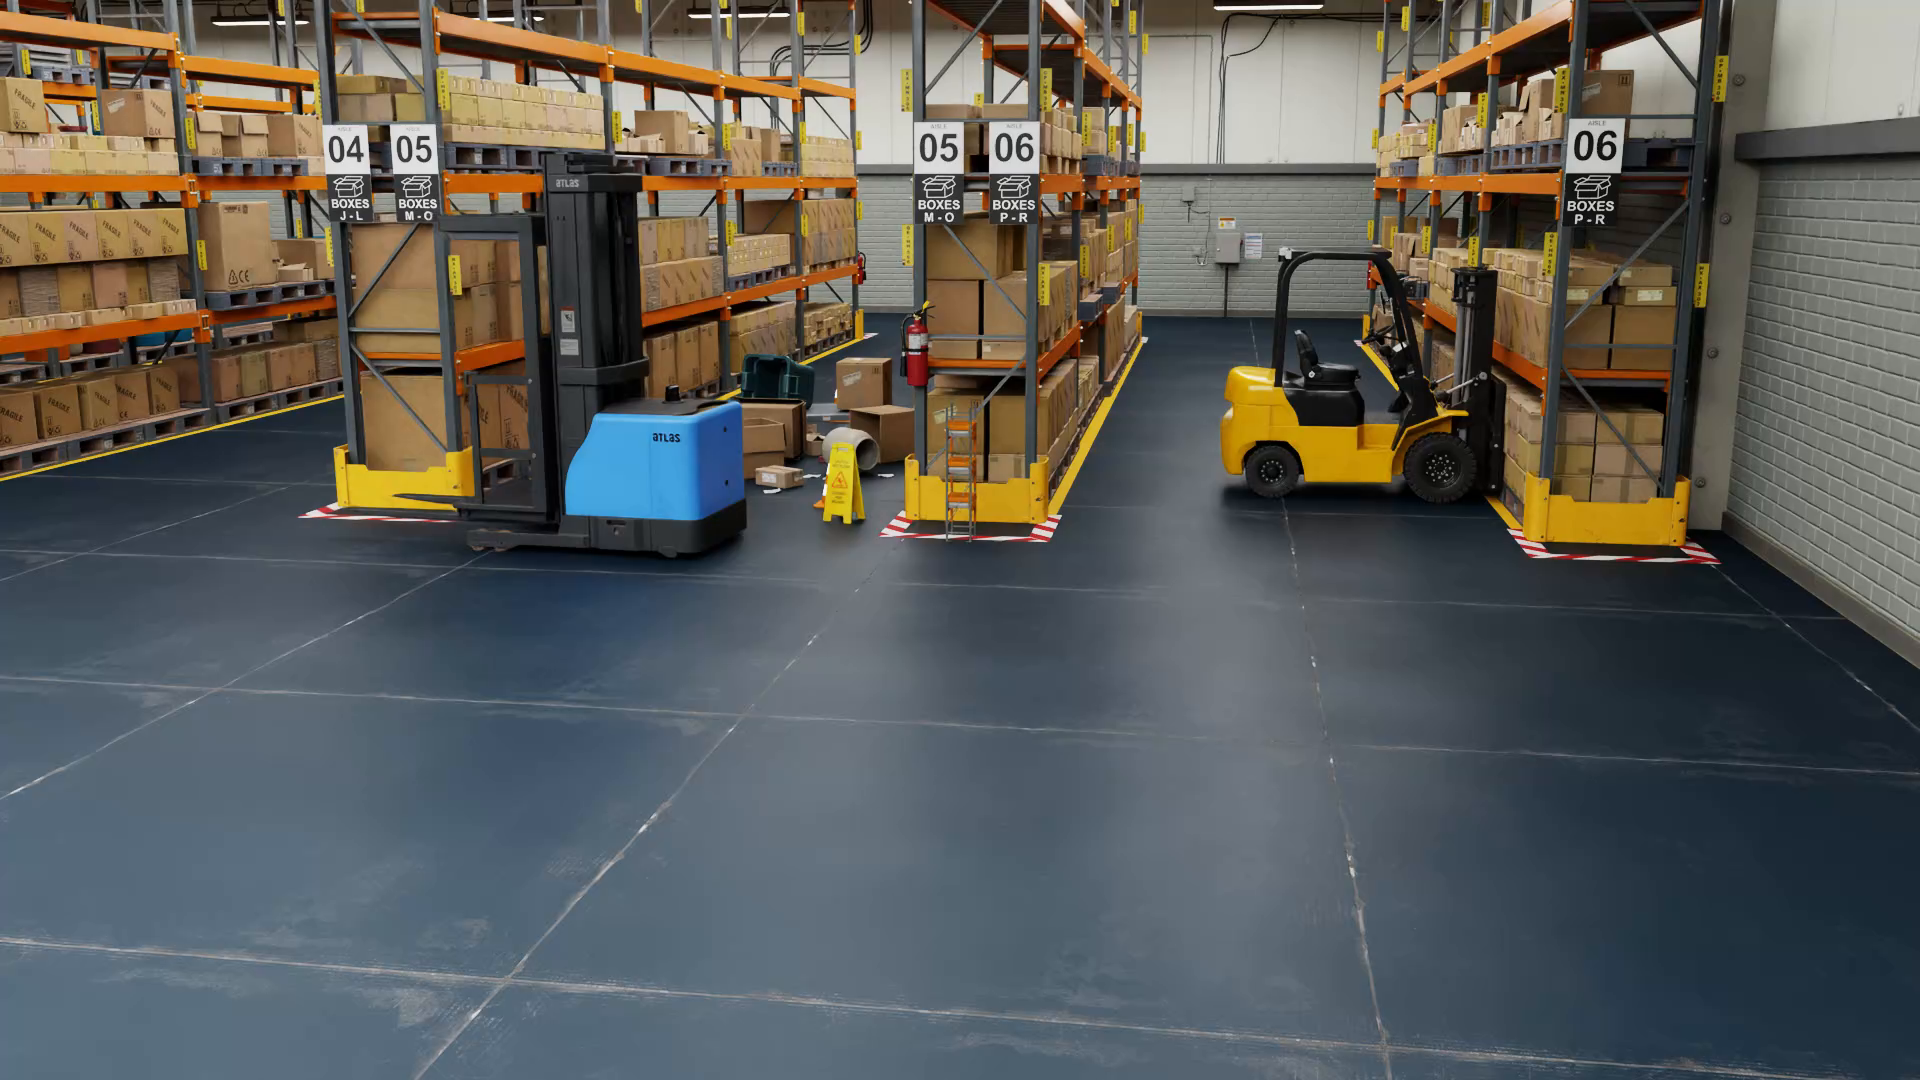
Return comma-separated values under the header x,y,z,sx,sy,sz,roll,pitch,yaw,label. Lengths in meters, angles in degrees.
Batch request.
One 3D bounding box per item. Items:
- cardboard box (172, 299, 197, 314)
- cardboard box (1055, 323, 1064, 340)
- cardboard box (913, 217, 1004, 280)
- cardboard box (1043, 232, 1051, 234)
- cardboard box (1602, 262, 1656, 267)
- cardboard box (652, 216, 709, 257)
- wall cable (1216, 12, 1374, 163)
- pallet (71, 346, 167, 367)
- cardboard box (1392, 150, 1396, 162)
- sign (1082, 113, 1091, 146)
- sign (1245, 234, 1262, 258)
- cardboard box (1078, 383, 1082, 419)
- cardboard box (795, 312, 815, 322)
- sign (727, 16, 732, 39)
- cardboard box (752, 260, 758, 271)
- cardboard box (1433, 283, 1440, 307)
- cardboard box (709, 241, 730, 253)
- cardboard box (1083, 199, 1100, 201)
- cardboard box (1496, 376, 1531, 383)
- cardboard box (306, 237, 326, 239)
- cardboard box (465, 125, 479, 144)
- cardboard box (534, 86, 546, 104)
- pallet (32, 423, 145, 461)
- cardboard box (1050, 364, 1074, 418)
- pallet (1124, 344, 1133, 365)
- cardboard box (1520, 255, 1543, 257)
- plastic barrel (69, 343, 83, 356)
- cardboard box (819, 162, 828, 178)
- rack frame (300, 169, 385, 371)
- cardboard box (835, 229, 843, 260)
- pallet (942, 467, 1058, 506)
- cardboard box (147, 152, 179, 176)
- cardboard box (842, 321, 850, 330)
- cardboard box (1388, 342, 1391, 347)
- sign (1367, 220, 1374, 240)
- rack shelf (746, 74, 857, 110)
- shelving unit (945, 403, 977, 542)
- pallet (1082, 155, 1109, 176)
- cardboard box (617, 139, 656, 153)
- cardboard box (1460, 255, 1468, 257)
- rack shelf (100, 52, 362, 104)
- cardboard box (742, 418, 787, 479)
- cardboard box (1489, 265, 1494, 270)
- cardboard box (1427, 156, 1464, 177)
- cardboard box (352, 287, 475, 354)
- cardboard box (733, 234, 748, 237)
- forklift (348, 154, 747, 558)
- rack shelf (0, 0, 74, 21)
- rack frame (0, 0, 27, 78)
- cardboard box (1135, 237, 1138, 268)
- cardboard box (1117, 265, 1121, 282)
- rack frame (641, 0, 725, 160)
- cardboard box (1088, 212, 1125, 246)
x,y,z,sx,sy,sz,roll,pitch,yaw,label
-8.790,-2.614,18.597,0.380,0.149,0.250,2,12,9,cardboard box
0.771,-1.951,15.524,0.380,0.149,0.250,2,12,9,cardboard box
-0.008,-2.433,13.848,0.700,0.500,0.500,2,12,7,cardboard box
0.829,-3.292,19.210,0.500,0.500,0.500,1,12,7,cardboard box
5.397,-2.160,13.413,0.380,0.149,0.250,2,12,10,cardboard box
-3.626,-3.886,21.295,0.700,0.500,0.500,2,12,8,cardboard box
6.676,-8.989,33.254,2.988,3.039,0.133,2,12,9,wall cable
-13.056,-2.839,25.668,1.003,0.211,1.213,2,12,9,pallet
6.776,-5.730,24.993,0.500,0.250,0.500,1,12,7,cardboard box
1.282,-4.173,16.888,0.100,0.325,0.005,2,12,9,sign
6.007,-6.024,34.053,0.329,0.494,0.001,2,12,9,sign
0.823,-1.500,18.072,0.950,0.372,0.625,2,12,9,cardboard box
-2.565,-3.606,26.966,0.380,0.149,0.250,2,12,7,cardboard box
-3.465,-7.724,25.067,0.100,0.325,0.005,2,12,9,sign
-3.077,-3.887,23.508,0.380,0.149,0.250,2,12,9,cardboard box
5.873,-2.880,19.593,0.500,0.250,0.500,2,12,7,cardboard box
-3.284,-3.906,22.184,0.380,0.149,0.250,2,12,9,cardboard box
2.128,-5.538,27.422,0.380,0.149,0.250,2,12,9,cardboard box
5.111,-1.359,15.335,0.500,0.250,0.500,2,12,11,cardboard box
-8.476,-3.764,22.104,0.500,0.500,0.500,0,12,2,cardboard box
-4.369,-3.488,14.300,0.380,0.149,0.250,2,12,9,cardboard box
-4.137,-4.194,15.683,0.380,0.149,0.250,2,12,9,cardboard box
-9.301,-1.032,17.280,1.003,0.211,1.213,2,12,9,pallet
0.842,-1.460,16.396,0.500,0.500,0.500,2,12,10,cardboard box
2.169,-2.928,26.077,1.003,0.211,1.213,2,12,9,pallet
5.167,-2.441,14.717,0.380,0.149,0.250,2,12,9,cardboard box
-13.270,-2.996,24.683,0.421,0.512,0.421,0,12,0,plastic barrel
-2.432,-5.967,26.799,0.500,0.250,0.500,2,12,11,cardboard box
-8.432,-3.623,22.686,1.000,3.000,0.127,2,12,9,rack frame
-2.284,-4.986,28.068,0.500,0.500,0.500,2,12,9,cardboard box
0.301,-0.458,14.616,1.003,0.211,1.213,2,12,9,pallet
-8.860,-4.080,18.043,0.500,0.250,0.500,2,12,11,cardboard box
-2.131,-3.745,29.023,0.380,0.149,0.250,2,12,10,cardboard box
6.676,-2.912,25.156,0.380,0.149,0.250,2,12,7,cardboard box
6.959,-5.248,28.171,0.100,0.325,0.005,2,12,9,sign
-2.624,-7.270,27.083,1.077,0.370,4.000,2,12,9,rack shelf
0.008,-0.524,12.934,0.215,1.050,0.252,2,12,9,shelving unit
0.945,-3.969,17.617,1.213,0.211,1.003,2,12,9,pallet
-3.690,-4.490,18.949,0.380,0.149,0.250,2,12,9,cardboard box
5.650,-3.021,18.113,0.380,0.149,0.250,2,12,9,cardboard box
-8.740,-5.593,20.240,1.077,0.370,4.000,2,12,9,rack shelf
-2.102,-0.864,15.809,0.797,0.503,0.637,-7,14,-30,cardboard box
5.302,-2.564,15.992,0.380,0.149,0.250,2,12,10,cardboard box
6.104,-4.650,20.686,0.500,0.250,0.500,1,12,7,cardboard box
-4.765,-1.928,14.465,0.875,0.550,0.550,2,12,9,cardboard box
-3.447,-4.580,25.315,0.380,0.149,0.250,3,12,12,cardboard box
-3.253,-1.446,12.747,3.031,2.935,1.130,3,13,14,forklift
-17.298,-9.400,29.068,1.077,0.370,4.000,2,12,9,rack shelf
-13.326,-6.717,22.799,1.000,3.000,0.127,2,12,9,rack frame
2.777,-4.907,28.408,0.500,0.500,0.500,2,12,9,cardboard box
2.075,-3.854,24.113,0.500,0.250,0.500,2,12,8,cardboard box
-3.547,-6.374,21.211,1.000,3.000,0.127,2,12,9,rack frame
2.154,-4.571,24.475,0.500,0.500,0.500,2,12,10,cardboard box
